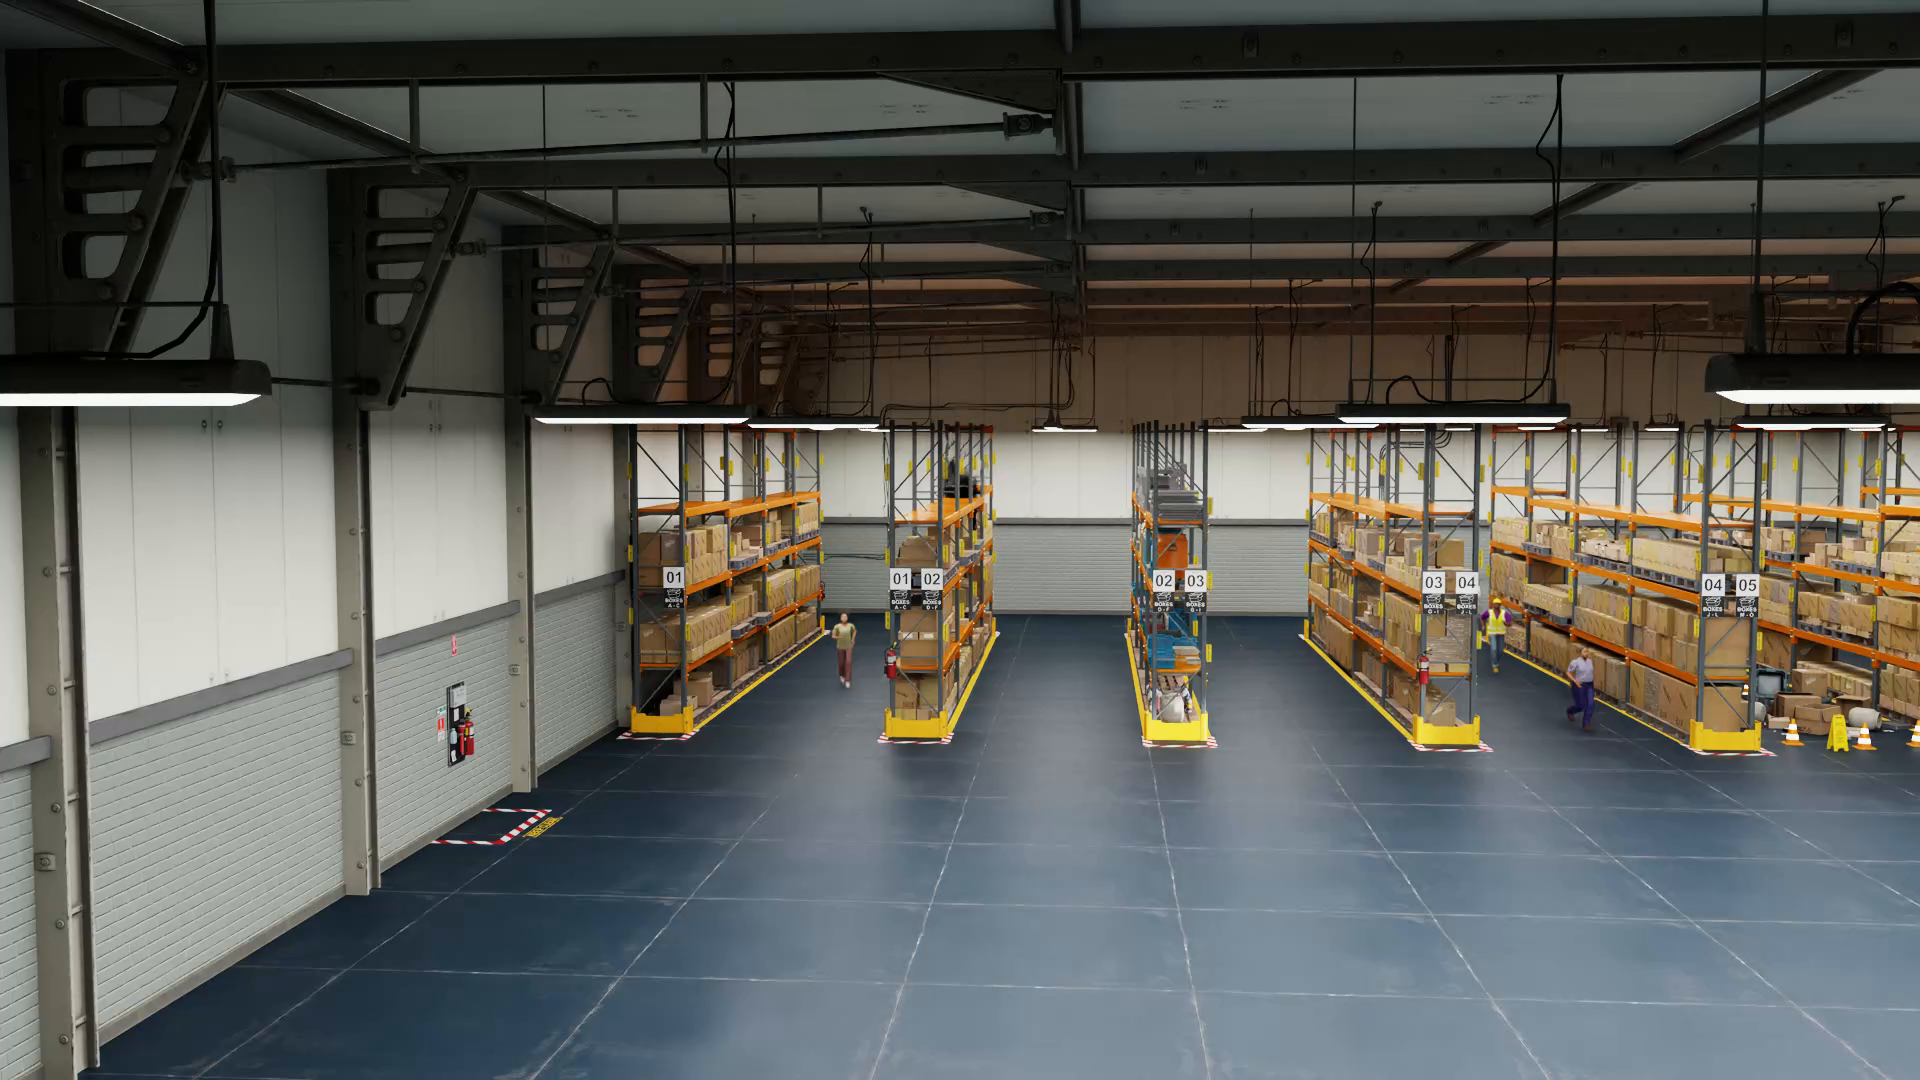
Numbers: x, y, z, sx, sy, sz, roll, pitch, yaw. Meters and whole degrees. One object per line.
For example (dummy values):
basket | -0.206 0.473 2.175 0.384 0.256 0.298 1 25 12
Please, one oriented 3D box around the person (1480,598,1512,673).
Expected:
person | 12.927 2.278 40.061 0.701 1.750 0.990 0 4 7

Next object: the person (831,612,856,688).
person | -2.631 2.472 37.777 0.574 1.673 0.951 -1 4 -8

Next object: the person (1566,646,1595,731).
person | 12.109 2.878 32.347 0.625 1.585 0.726 -1 4 -12
